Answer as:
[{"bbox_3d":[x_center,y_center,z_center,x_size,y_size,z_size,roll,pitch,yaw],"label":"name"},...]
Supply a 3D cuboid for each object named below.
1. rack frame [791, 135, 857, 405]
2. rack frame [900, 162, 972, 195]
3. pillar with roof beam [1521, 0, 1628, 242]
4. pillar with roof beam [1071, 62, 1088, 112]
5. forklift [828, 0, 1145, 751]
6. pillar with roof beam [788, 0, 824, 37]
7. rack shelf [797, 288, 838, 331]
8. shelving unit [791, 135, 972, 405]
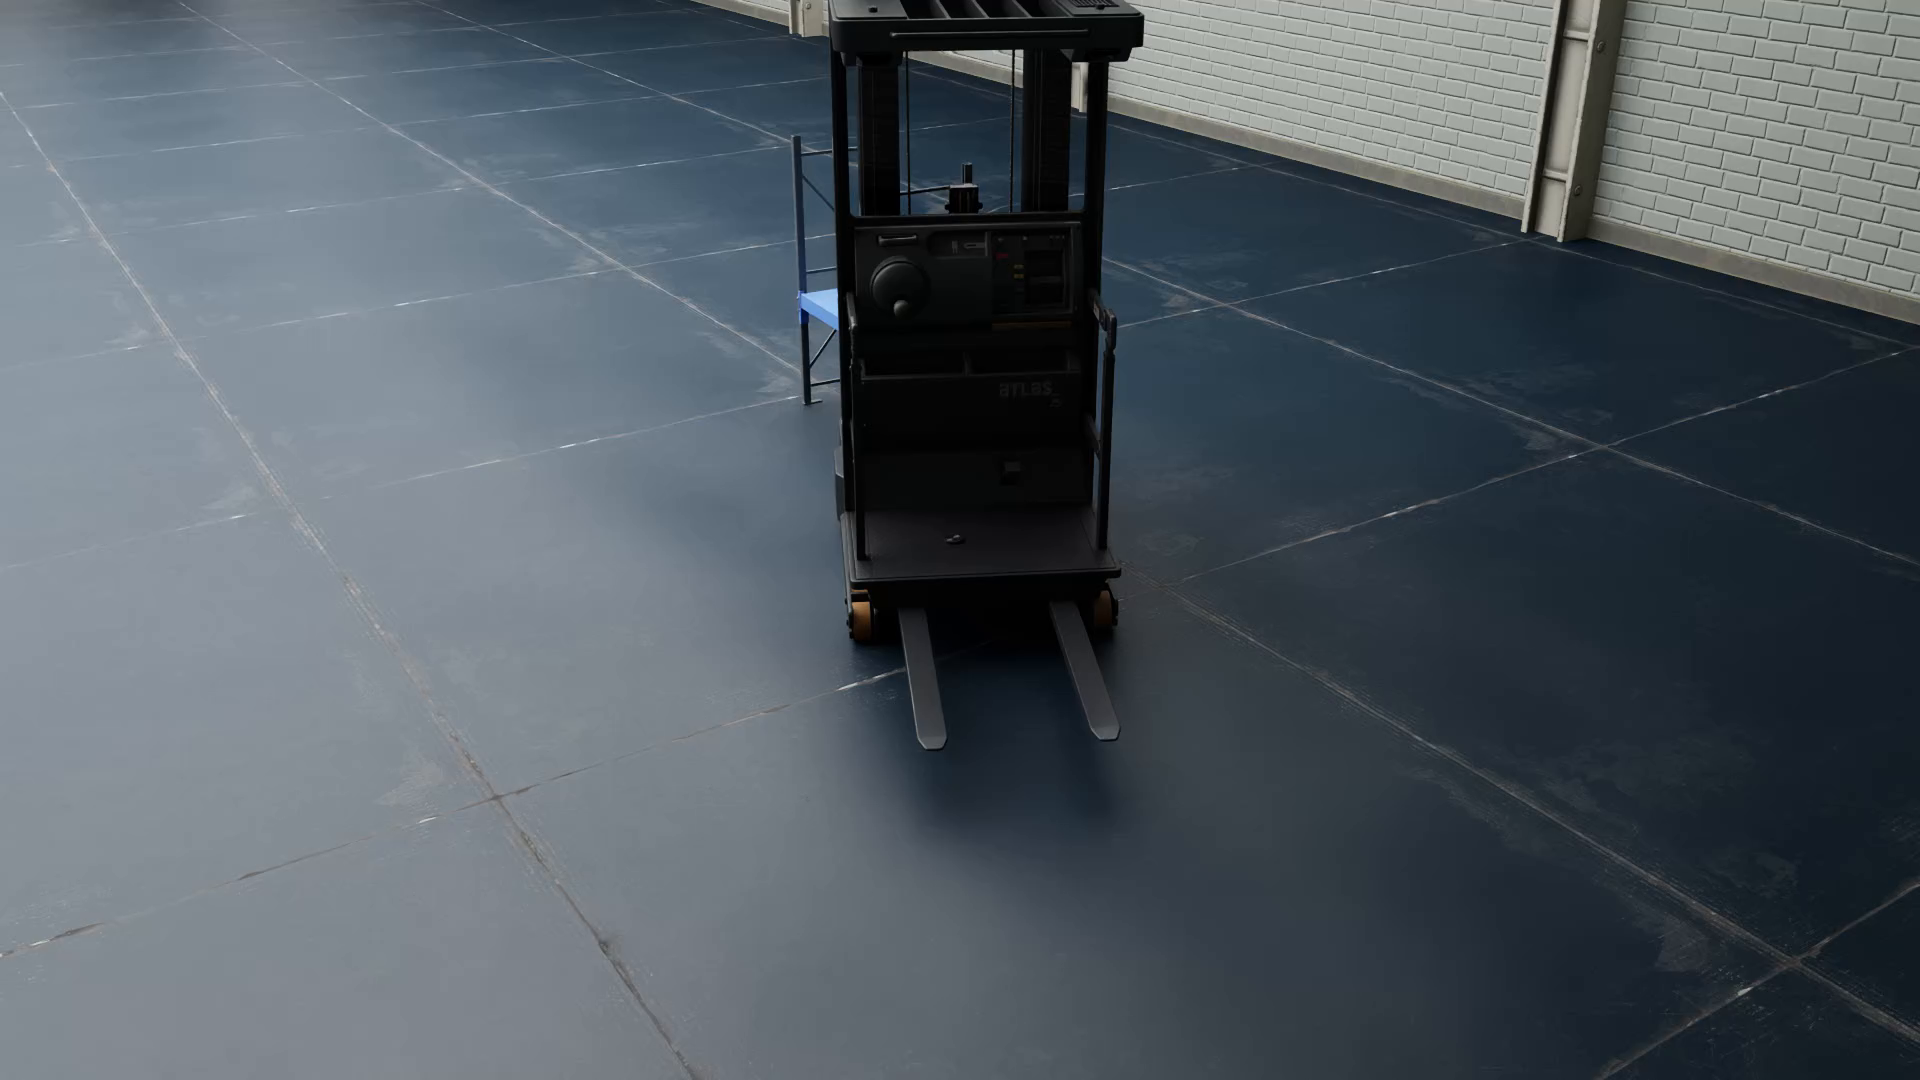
[{"bbox_3d":[-0.665,-1.496,9.163,0.500,1.500,0.032,-14,28,-26],"label":"rack frame"},{"bbox_3d":[-0.165,-1.118,8.362,0.500,1.500,0.032,-14,28,-26],"label":"rack frame"},{"bbox_3d":[0.937,-5.407,8.662,9.100,9.000,0.400,-16,29,-30],"label":"pillar with roof beam"},{"bbox_3d":[-2.338,-7.553,13.208,9.100,9.000,0.400,-16,29,-30],"label":"pillar with roof beam"},{"bbox_3d":[0.062,-1.061,6.564,1.130,2.935,3.031,-2,25,-5],"label":"forklift"},{"bbox_3d":[-5.614,-9.699,17.754,9.100,9.000,0.400,-16,29,-30],"label":"pillar with roof beam"},{"bbox_3d":[-0.415,-1.145,8.839,0.538,0.185,1.000,-14,28,-26],"label":"rack shelf"},{"bbox_3d":[-0.415,-1.307,8.762,0.538,1.500,1.048,-14,28,-26],"label":"shelving unit"}]
